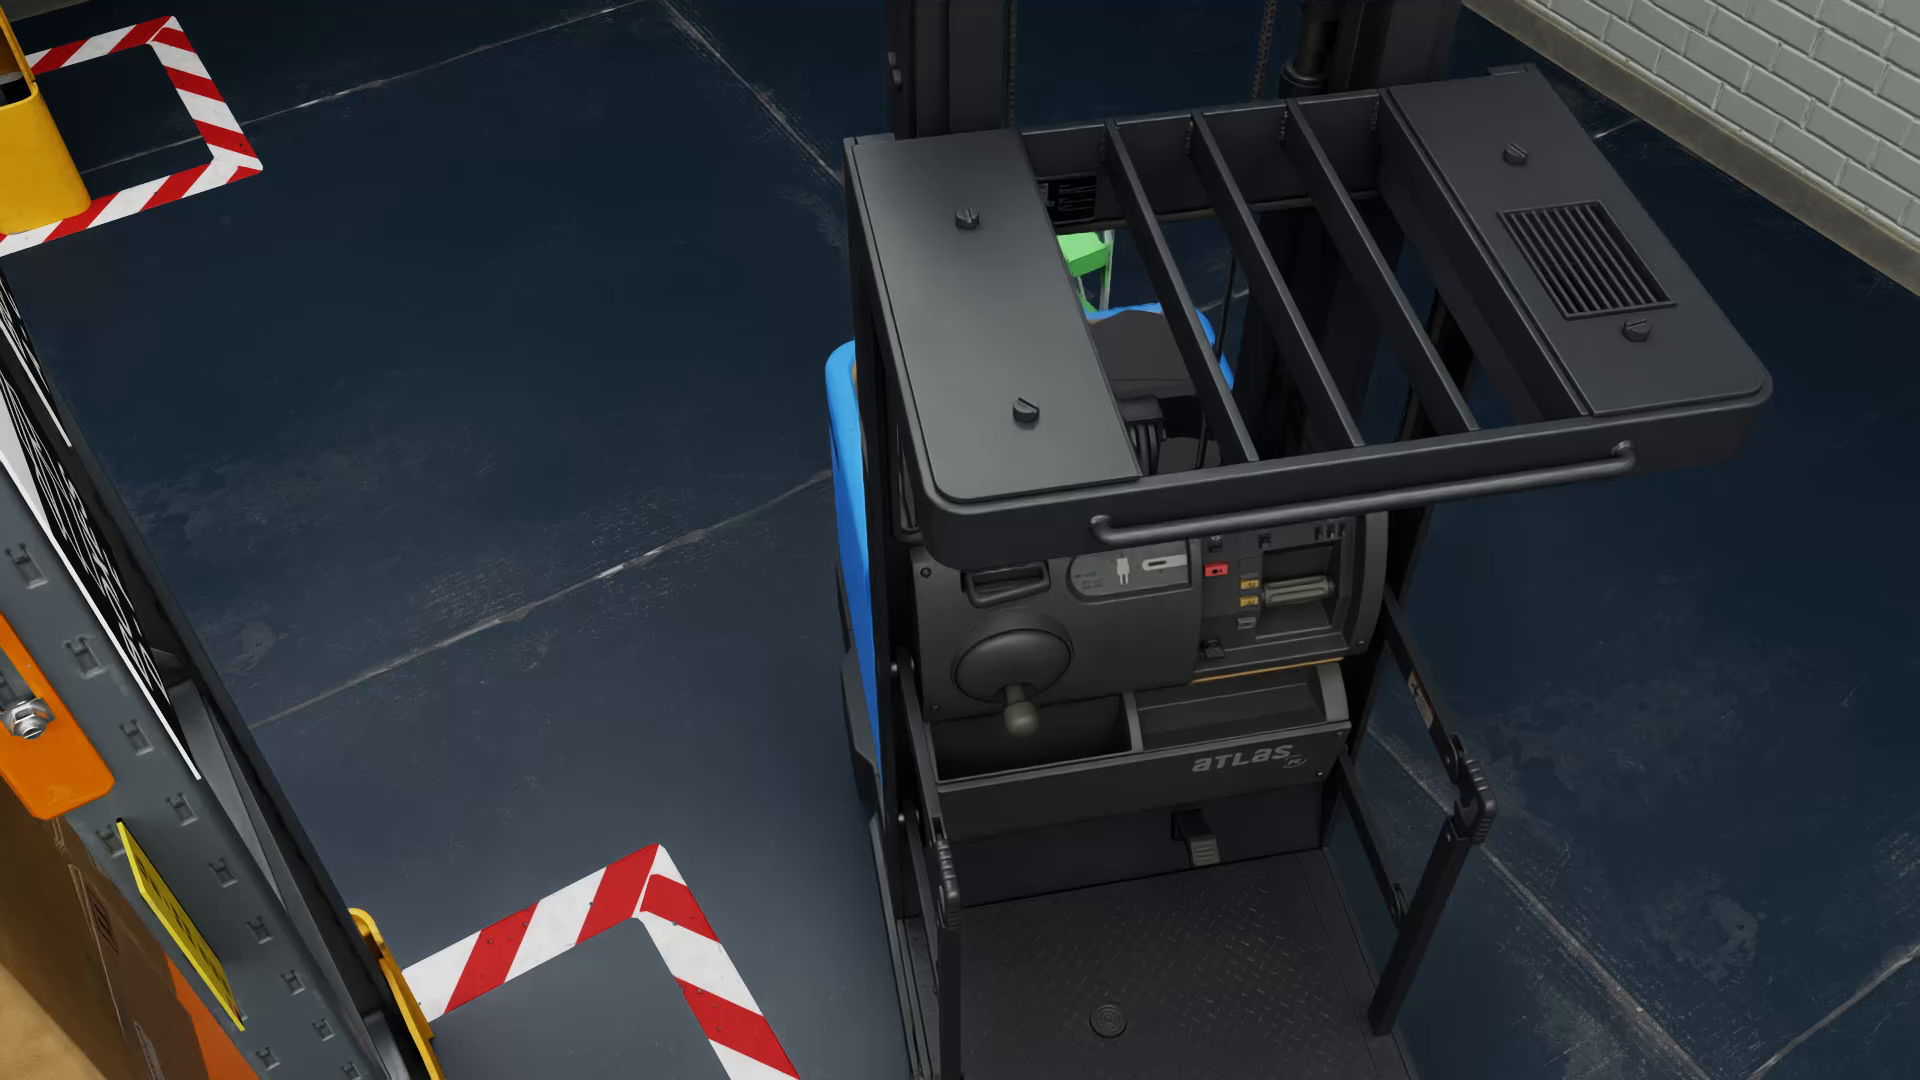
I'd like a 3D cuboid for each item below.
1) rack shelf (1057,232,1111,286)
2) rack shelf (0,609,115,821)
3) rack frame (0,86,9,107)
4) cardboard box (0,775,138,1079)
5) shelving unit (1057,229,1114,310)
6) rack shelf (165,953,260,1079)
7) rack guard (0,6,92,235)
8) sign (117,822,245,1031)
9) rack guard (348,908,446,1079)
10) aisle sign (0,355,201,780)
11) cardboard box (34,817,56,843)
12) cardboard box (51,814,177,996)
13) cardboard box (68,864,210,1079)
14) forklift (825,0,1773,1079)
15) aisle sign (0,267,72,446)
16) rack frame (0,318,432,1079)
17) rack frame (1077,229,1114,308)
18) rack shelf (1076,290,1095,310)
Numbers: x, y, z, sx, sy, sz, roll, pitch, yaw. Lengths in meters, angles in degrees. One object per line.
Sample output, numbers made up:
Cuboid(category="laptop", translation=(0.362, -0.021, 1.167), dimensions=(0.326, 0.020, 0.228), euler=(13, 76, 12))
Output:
Cuboid(category="rack shelf", translation=(0.140, -0.743, 4.551), dimensions=(0.480, 0.148, 0.258), euler=(-25, 53, -20))
Cuboid(category="rack shelf", translation=(-2.840, 0.609, 1.172), dimensions=(4.000, 0.370, 1.077), euler=(-25, 53, -21))
Cuboid(category="rack frame", translation=(-3.795, -2.557, 5.518), dimensions=(0.127, 3.000, 1.000), euler=(-25, 53, -21))
Cuboid(category="cardboard box", translation=(-1.378, 0.556, 2.010), dimensions=(0.500, 0.500, 0.500), euler=(-26, 53, -21))
Cuboid(category="shelving unit", translation=(0.140, -0.467, 4.862), dimensions=(0.503, 1.200, 0.258), euler=(-25, 53, -20))
Cuboid(category="rack shelf", translation=(-2.840, 1.607, 2.292), dimensions=(4.000, 0.370, 1.077), euler=(-25, 53, -21))
Cuboid(category="rack guard", translation=(-3.775, -1.735, 6.460), dimensions=(0.348, 0.500, 1.175), euler=(-25, 53, -21))
Cuboid(category="sign", translation=(-0.870, 0.439, 1.864), dimensions=(0.005, 0.325, 0.100), euler=(-25, 53, -21))
Cuboid(category="rack guard", translation=(-1.213, 1.432, 3.640), dimensions=(0.348, 0.500, 1.175), euler=(-25, 53, -21))
Cuboid(category="aisle sign", translation=(-0.928, -0.128, 1.614), dimensions=(0.004, 0.787, 0.394), euler=(-25, 53, -21))
Cuboid(category="cardboard box", translation=(-1.665, 0.215, 2.314), dimensions=(0.500, 0.500, 0.500), euler=(-24, 52, -20))
Cuboid(category="cardboard box", translation=(-1.665, 0.547, 2.687), dimensions=(0.500, 0.500, 0.500), euler=(-24, 53, -20))
Cuboid(category="cardboard box", translation=(-1.382, 0.888, 2.384), dimensions=(0.500, 0.500, 0.500), euler=(-24, 52, -20))
Cuboid(category="forklift", translation=(0.415, 0.242, 3.071), dimensions=(1.130, 2.935, 3.031), euler=(-8, 49, -7))
Cuboid(category="aisle sign", translation=(-1.248, -0.507, 1.952), dimensions=(0.004, 0.787, 0.394), euler=(-25, 53, -21))
Cuboid(category="rack frame", translation=(-1.149, 0.570, 2.733), dimensions=(0.127, 3.000, 1.000), euler=(-25, 53, -21))
Cuboid(category="rack frame", translation=(0.347, -0.562, 4.947), dimensions=(0.015, 1.200, 0.240), euler=(-25, 53, -20))
Cuboid(category="rack shelf", translation=(0.140, -0.584, 4.731), dimensions=(0.480, 0.148, 0.258), euler=(-25, 53, -20))
